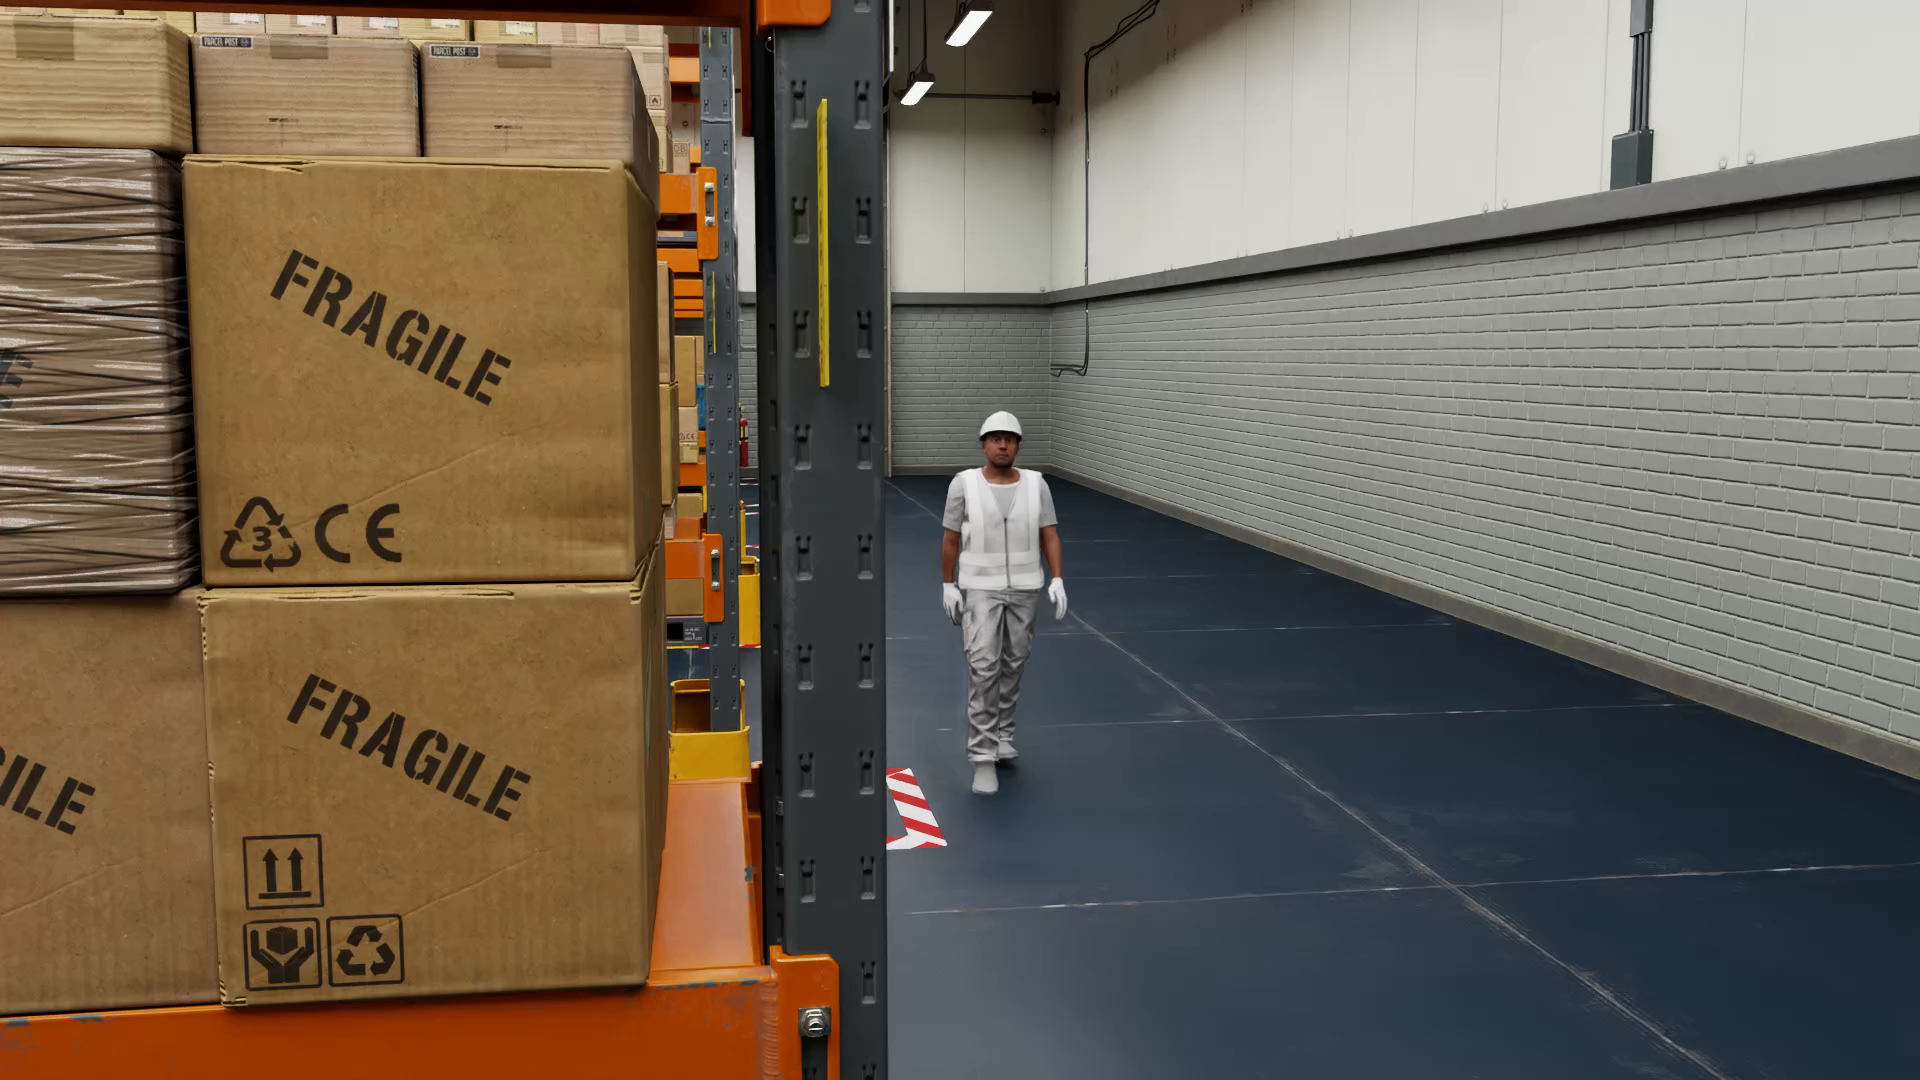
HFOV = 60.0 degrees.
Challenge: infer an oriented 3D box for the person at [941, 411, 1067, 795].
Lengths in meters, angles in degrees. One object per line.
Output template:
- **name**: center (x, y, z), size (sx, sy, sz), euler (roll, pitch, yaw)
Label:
- **person**: center (0.230, 0.280, 8.148), size (0.563, 1.814, 0.737), euler (-2, 7, -14)
